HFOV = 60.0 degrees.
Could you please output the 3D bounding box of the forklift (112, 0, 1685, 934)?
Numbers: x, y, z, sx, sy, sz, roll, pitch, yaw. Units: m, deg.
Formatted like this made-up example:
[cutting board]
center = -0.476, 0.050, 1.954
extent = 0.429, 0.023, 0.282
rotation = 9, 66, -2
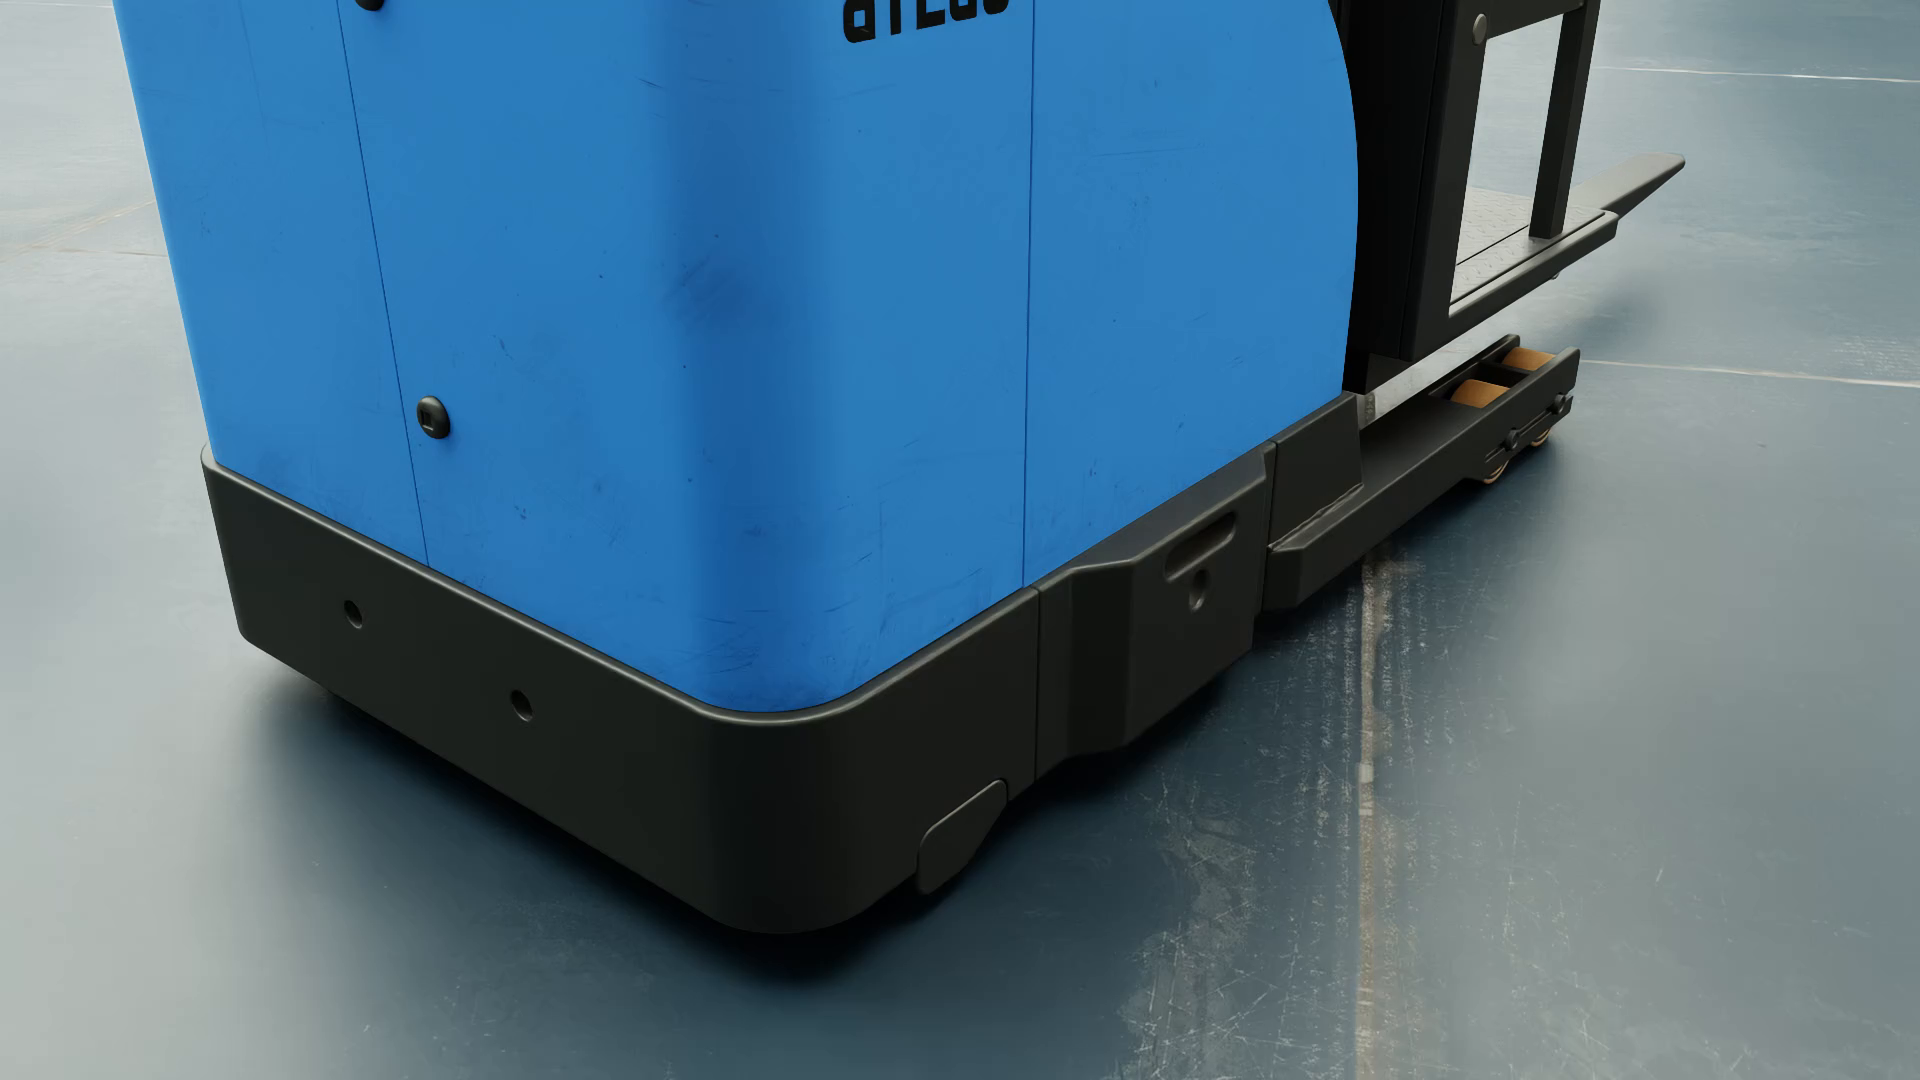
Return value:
[forklift]
center = 0.391, -1.525, 2.269
extent = 1.130, 2.935, 3.031
rotation = 20, 33, 34
